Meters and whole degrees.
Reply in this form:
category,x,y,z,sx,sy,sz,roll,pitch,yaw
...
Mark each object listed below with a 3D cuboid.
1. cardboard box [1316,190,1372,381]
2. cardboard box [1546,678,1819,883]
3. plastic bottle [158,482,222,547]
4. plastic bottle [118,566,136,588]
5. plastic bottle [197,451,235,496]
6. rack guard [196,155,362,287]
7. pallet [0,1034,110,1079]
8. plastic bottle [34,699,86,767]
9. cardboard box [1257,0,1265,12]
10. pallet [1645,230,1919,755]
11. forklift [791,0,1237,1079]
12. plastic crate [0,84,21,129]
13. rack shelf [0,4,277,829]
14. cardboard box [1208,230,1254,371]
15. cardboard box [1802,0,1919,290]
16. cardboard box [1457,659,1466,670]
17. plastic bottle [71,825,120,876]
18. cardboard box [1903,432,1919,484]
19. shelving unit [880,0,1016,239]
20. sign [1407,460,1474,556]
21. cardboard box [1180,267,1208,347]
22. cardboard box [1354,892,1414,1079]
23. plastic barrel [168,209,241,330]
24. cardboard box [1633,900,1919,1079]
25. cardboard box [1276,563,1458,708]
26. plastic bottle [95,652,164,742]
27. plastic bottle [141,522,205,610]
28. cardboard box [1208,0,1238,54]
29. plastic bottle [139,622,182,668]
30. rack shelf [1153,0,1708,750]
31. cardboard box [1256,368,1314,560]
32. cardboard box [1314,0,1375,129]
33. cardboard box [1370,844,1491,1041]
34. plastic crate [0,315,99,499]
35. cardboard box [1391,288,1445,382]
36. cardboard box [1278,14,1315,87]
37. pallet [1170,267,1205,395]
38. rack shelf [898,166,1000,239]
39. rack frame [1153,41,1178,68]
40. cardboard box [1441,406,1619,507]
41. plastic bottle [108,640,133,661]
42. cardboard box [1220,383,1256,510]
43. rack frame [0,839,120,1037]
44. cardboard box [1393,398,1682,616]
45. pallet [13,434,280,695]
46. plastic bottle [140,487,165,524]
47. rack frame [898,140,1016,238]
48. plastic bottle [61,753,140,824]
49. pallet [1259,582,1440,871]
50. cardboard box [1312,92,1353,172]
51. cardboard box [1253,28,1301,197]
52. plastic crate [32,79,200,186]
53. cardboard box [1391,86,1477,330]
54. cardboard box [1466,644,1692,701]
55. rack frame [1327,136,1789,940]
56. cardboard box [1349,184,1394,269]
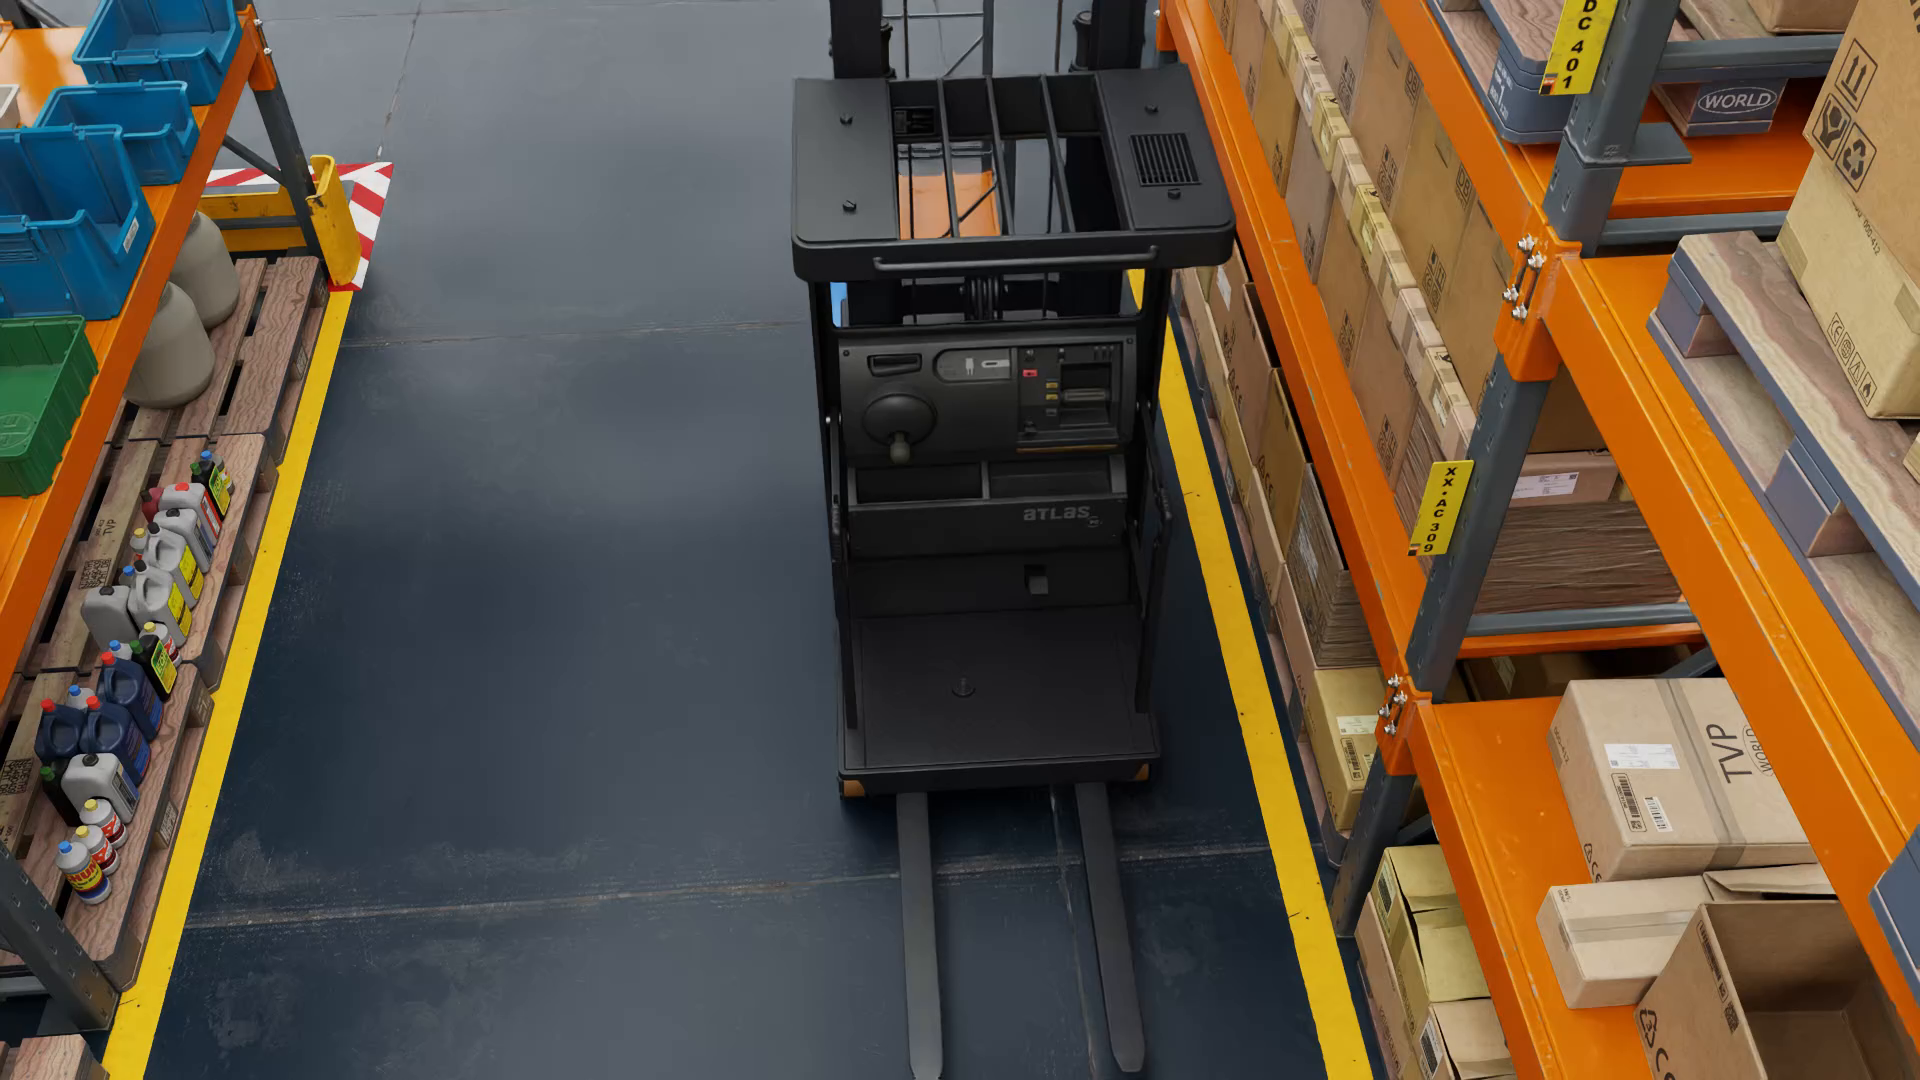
category,x,y,z,sx,sy,sz,roll,pitch,yaw
cardboard box,1.605,-0.885,5.453,0.700,0.500,0.500,-3,47,-3
cardboard box,1.822,0.620,4.200,0.500,0.250,0.500,-1,47,-1
plastic bottle,-2.950,-0.110,6.361,0.152,0.276,0.135,-3,47,-3
plastic bottle,-3.037,0.175,6.143,0.097,0.201,0.097,0,47,0
plastic bottle,-2.944,-0.268,6.562,0.097,0.201,0.097,0,47,0
rack guard,-3.481,-1.469,7.797,1.175,0.500,0.348,-3,47,-3
pallet,-3.095,2.038,4.675,1.003,0.211,1.213,-3,47,-3
plastic bottle,-2.997,0.672,5.569,0.144,0.351,0.185,-3,47,-3
cardboard box,1.284,-2.086,6.144,0.380,0.149,0.250,-4,47,-4
pallet,1.824,-0.114,2.858,0.805,0.209,1.217,-5,47,-5
forklift,0.107,-0.354,5.067,1.130,2.935,3.031,-3,47,-3
plastic crate,-3.780,-1.623,6.403,0.298,0.136,0.250,-3,47,-3
rack shelf,-3.367,-0.687,5.830,1.077,0.370,4.000,-3,47,-3
cardboard box,1.324,-1.012,6.731,0.500,0.500,0.500,-3,47,-3
cardboard box,1.749,-0.719,2.597,0.500,0.500,0.500,-3,47,-3
cardboard box,1.963,0.300,6.005,0.500,0.250,0.500,-3,47,-3
plastic bottle,-2.798,0.993,5.368,0.097,0.201,0.097,0,47,0
cardboard box,1.828,-0.066,2.495,0.500,0.250,0.500,-8,47,-7
shelving unit,-0.077,-1.350,6.996,0.587,1.500,1.083,-3,47,-3
sign,1.184,-0.075,4.105,0.100,0.325,0.005,-3,47,-3
cardboard box,1.271,-1.115,7.345,0.500,0.250,0.500,-3,47,-3
cardboard box,1.524,1.323,5.036,0.500,0.250,0.500,-5,47,-4
plastic barrel,-3.403,-1.199,7.243,0.421,0.512,0.421,0,47,0
cardboard box,1.829,1.118,3.556,0.500,0.500,0.500,0,47,0
cardboard box,1.448,0.331,5.975,0.500,0.250,0.500,-3,47,-3
plastic bottle,-2.869,0.527,5.707,0.144,0.351,0.185,-5,47,-5
plastic bottle,-2.920,0.085,6.125,0.144,0.351,0.185,-2,47,-2
cardboard box,1.428,-2.375,6.865,0.700,0.500,0.500,-3,47,-3
plastic bottle,-2.870,0.372,5.956,0.097,0.201,0.097,0,47,0
rack shelf,1.570,-0.985,6.112,1.077,0.370,4.000,-3,47,-3
cardboard box,1.404,-0.288,6.045,0.500,0.500,0.500,-3,47,-3
cardboard box,1.567,-1.676,5.309,0.700,0.500,0.500,-3,47,-3
cardboard box,1.523,1.137,4.826,0.500,0.311,0.500,-3,47,-3
plastic crate,-3.032,-0.413,5.222,0.450,0.188,0.662,-3,47,-3
cardboard box,1.458,-0.595,4.732,0.380,0.149,0.250,-5,47,-4
cardboard box,1.330,-1.708,5.786,0.380,0.149,0.250,-4,47,-4
pallet,1.508,-1.170,7.713,1.003,0.211,1.213,-3,47,-3
rack shelf,-0.077,-1.233,7.133,0.538,0.185,1.000,-3,47,-3
rack frame,1.402,-2.679,7.222,1.000,3.000,0.127,-3,47,-3
cardboard box,1.501,-0.227,4.383,0.380,0.149,0.250,-4,47,-3
plastic bottle,-2.919,0.450,5.834,0.097,0.271,0.097,0,47,0
cardboard box,1.349,-0.391,6.659,0.500,0.250,0.500,-3,47,-3
rack frame,-3.199,0.513,4.198,1.000,3.000,0.127,-3,47,-3
cardboard box,1.694,-0.140,4.748,0.700,0.500,0.500,-5,47,-4
pallet,-3.319,0.099,6.511,1.003,0.211,1.213,-3,47,-3
plastic bottle,-3.056,-0.105,6.352,0.061,0.283,0.133,-3,47,-3
rack frame,-0.043,-0.989,6.653,0.500,1.500,0.032,-3,47,-3
plastic bottle,-2.844,0.809,5.491,0.152,0.276,0.135,-2,47,-2
pallet,1.712,0.595,6.041,1.003,0.211,1.213,-3,47,-3
cardboard box,1.371,-1.337,5.435,0.380,0.149,0.250,-2,47,-2
cardboard box,1.513,-1.636,6.165,0.700,0.500,0.500,-3,47,-3
plastic crate,-3.145,-1.516,6.222,0.499,0.251,0.408,-3,47,-3
cardboard box,1.650,-0.952,4.623,0.700,0.500,0.500,-4,47,-3
cardboard box,2.010,0.403,5.390,0.500,0.500,0.500,-3,47,-3
rack frame,1.737,0.215,4.481,1.000,3.000,0.127,-3,47,-3
cardboard box,1.417,-0.963,5.080,0.380,0.149,0.250,-4,47,-3
